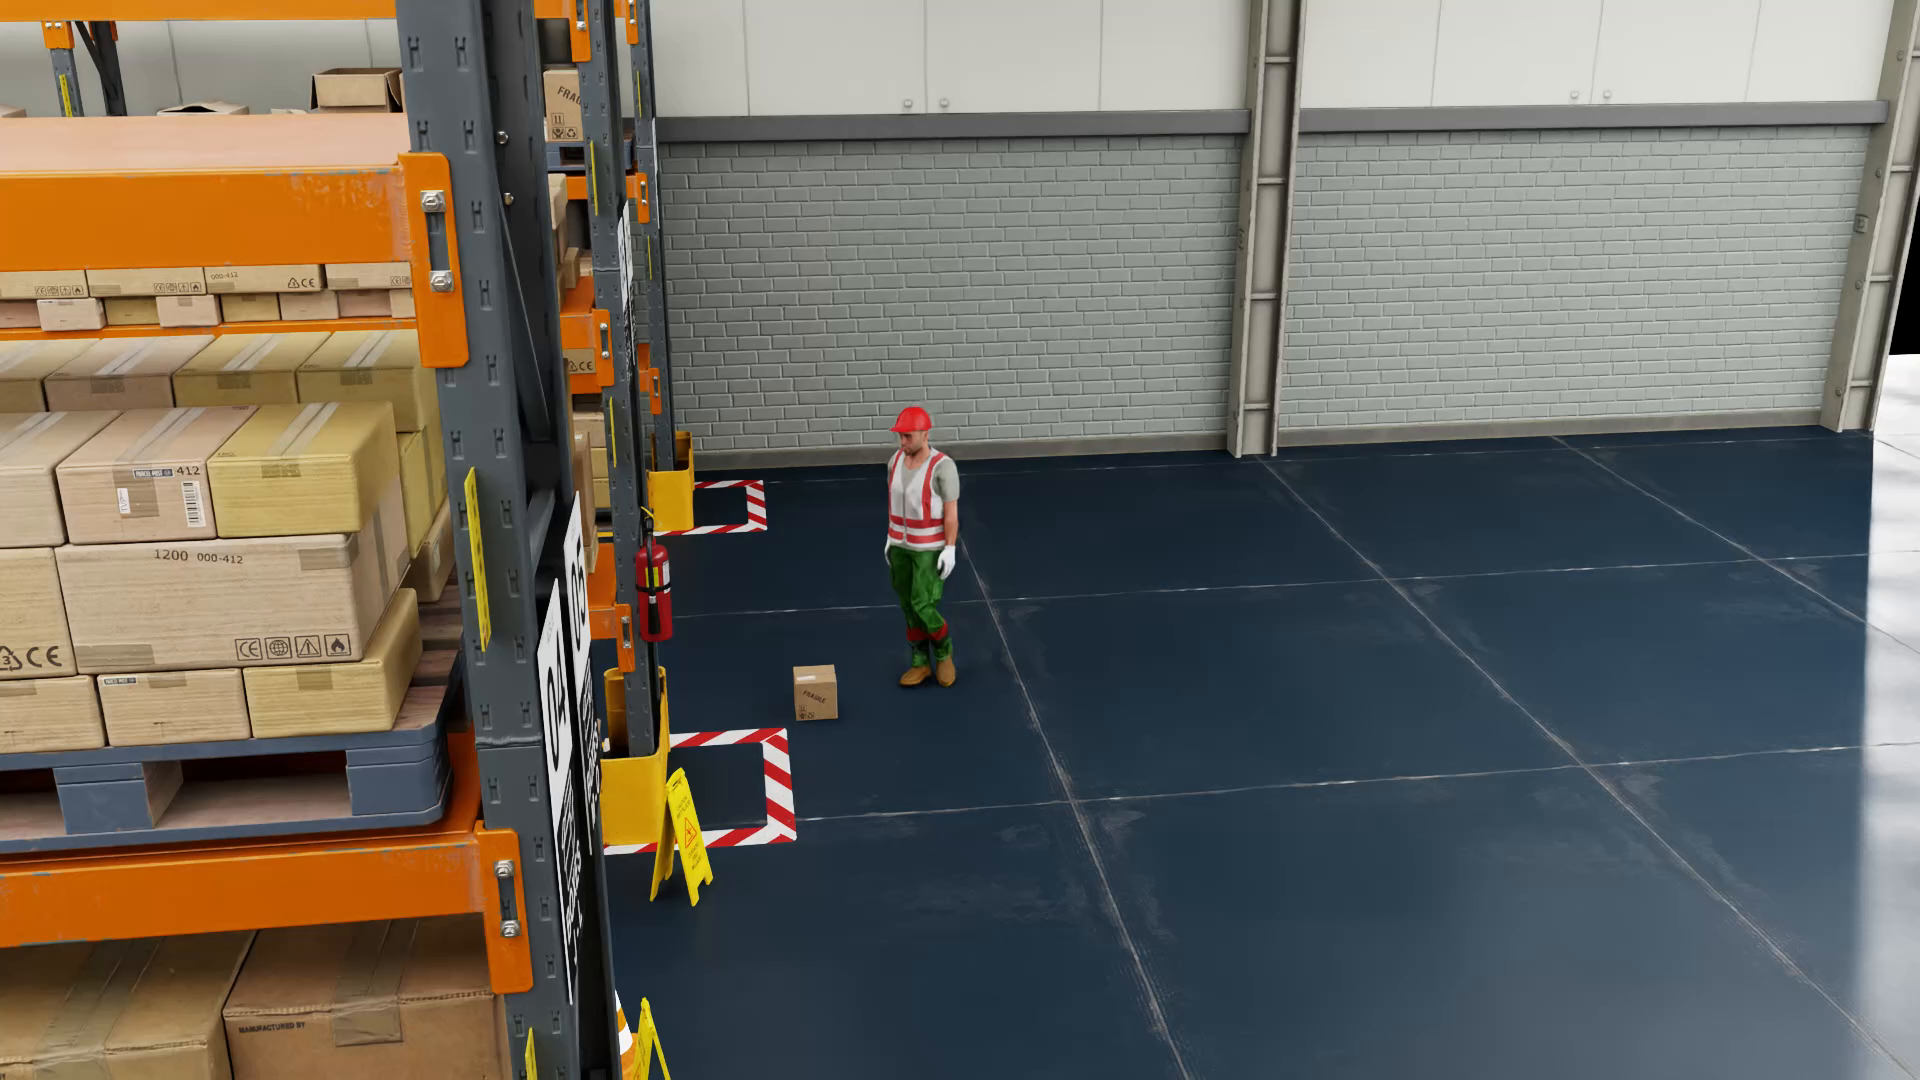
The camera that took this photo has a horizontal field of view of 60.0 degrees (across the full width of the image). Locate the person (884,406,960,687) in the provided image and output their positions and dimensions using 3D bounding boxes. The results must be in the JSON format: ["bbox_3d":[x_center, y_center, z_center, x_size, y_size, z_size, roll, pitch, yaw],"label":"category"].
[{"bbox_3d":[-0.269,0.053,10.366,0.559,1.789,0.410,13,24,32],"label":"person"}]
